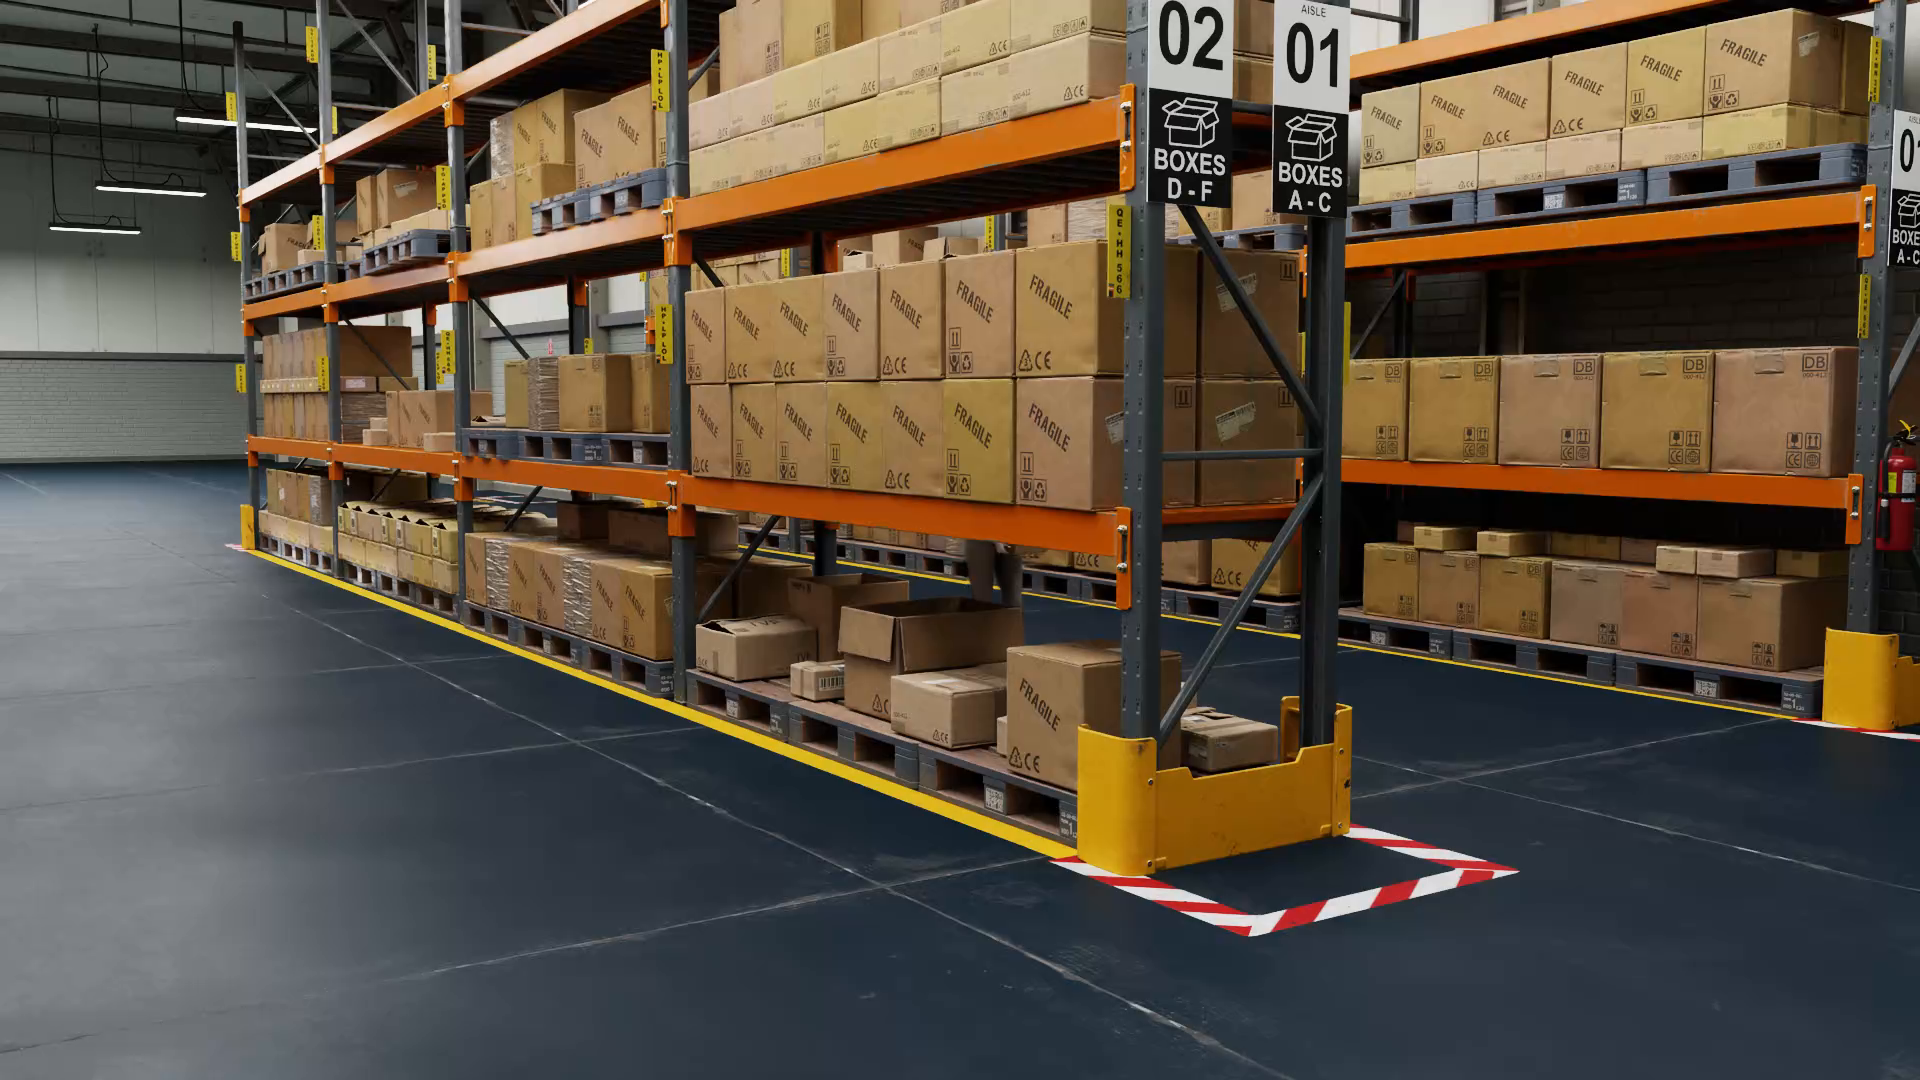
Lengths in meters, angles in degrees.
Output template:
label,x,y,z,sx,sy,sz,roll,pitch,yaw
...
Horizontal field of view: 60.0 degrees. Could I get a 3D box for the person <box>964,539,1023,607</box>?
label,x,y,z,sx,sy,sz,roll,pitch,yaw
person,0.272,0.025,10.204,0.416,1.684,0.523,-3,6,-35
